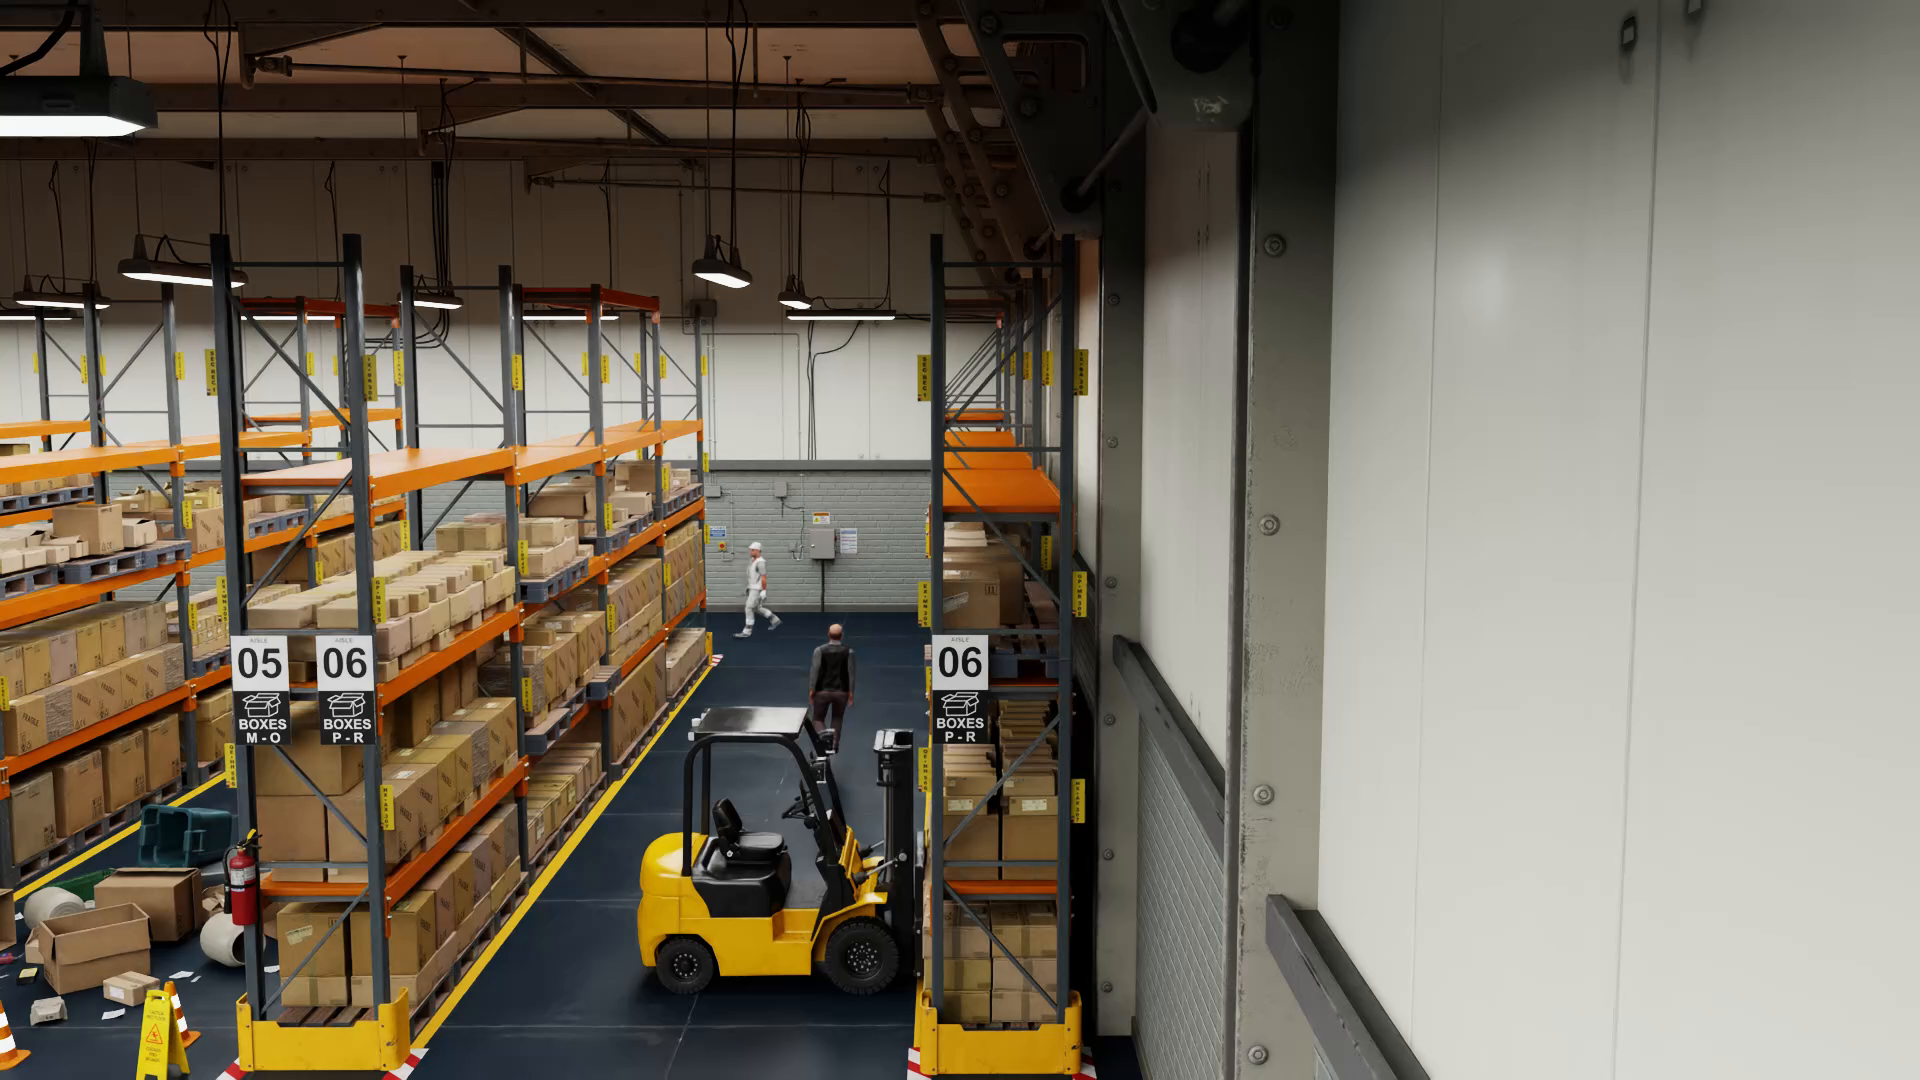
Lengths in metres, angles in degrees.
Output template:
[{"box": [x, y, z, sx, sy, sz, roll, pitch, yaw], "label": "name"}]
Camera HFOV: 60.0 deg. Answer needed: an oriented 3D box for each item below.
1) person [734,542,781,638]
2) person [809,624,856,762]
[{"box": [-3.713, 0.910, 30.648, 0.947, 1.770, 0.573, -3, 7, -27], "label": "person"}, {"box": [-1.568, 1.884, 20.481, 0.573, 1.703, 0.571, -1, 6, -7], "label": "person"}]
